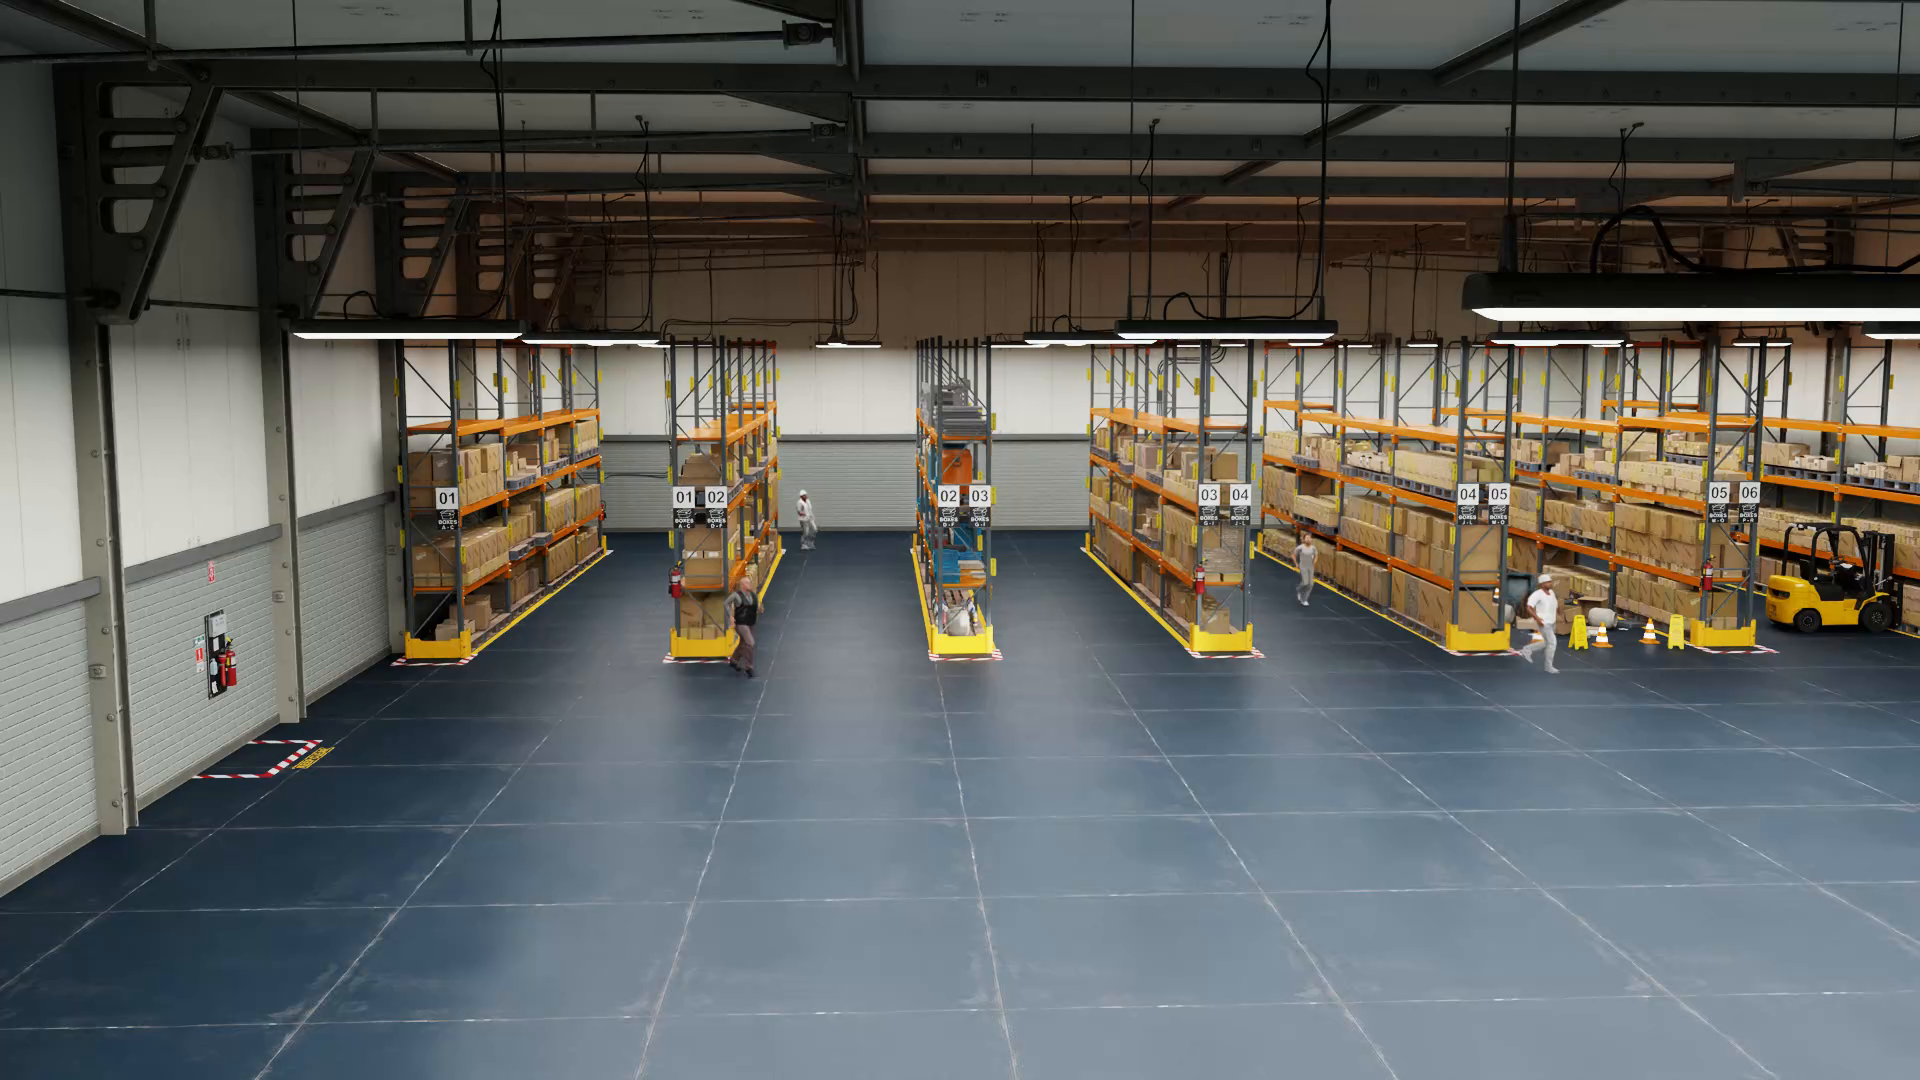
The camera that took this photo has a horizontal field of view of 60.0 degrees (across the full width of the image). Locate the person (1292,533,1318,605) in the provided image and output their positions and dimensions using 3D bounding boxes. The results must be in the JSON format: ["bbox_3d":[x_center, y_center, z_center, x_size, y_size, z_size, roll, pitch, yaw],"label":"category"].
[{"bbox_3d":[7.809,0.664,37.460,0.566,1.630,0.557,-1,7,-10],"label":"person"}]

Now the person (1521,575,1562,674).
[{"bbox_3d":[10.444,1.484,29.809,0.691,1.756,0.770,-6,9,-43],"label":"person"}]

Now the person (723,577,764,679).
[{"bbox_3d":[-3.796,1.531,29.361,0.795,1.767,0.641,4,8,34],"label":"person"}]

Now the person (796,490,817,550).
[{"bbox_3d":[-4.415,-0.566,47.735,0.627,1.754,0.694,5,8,39],"label":"person"}]
